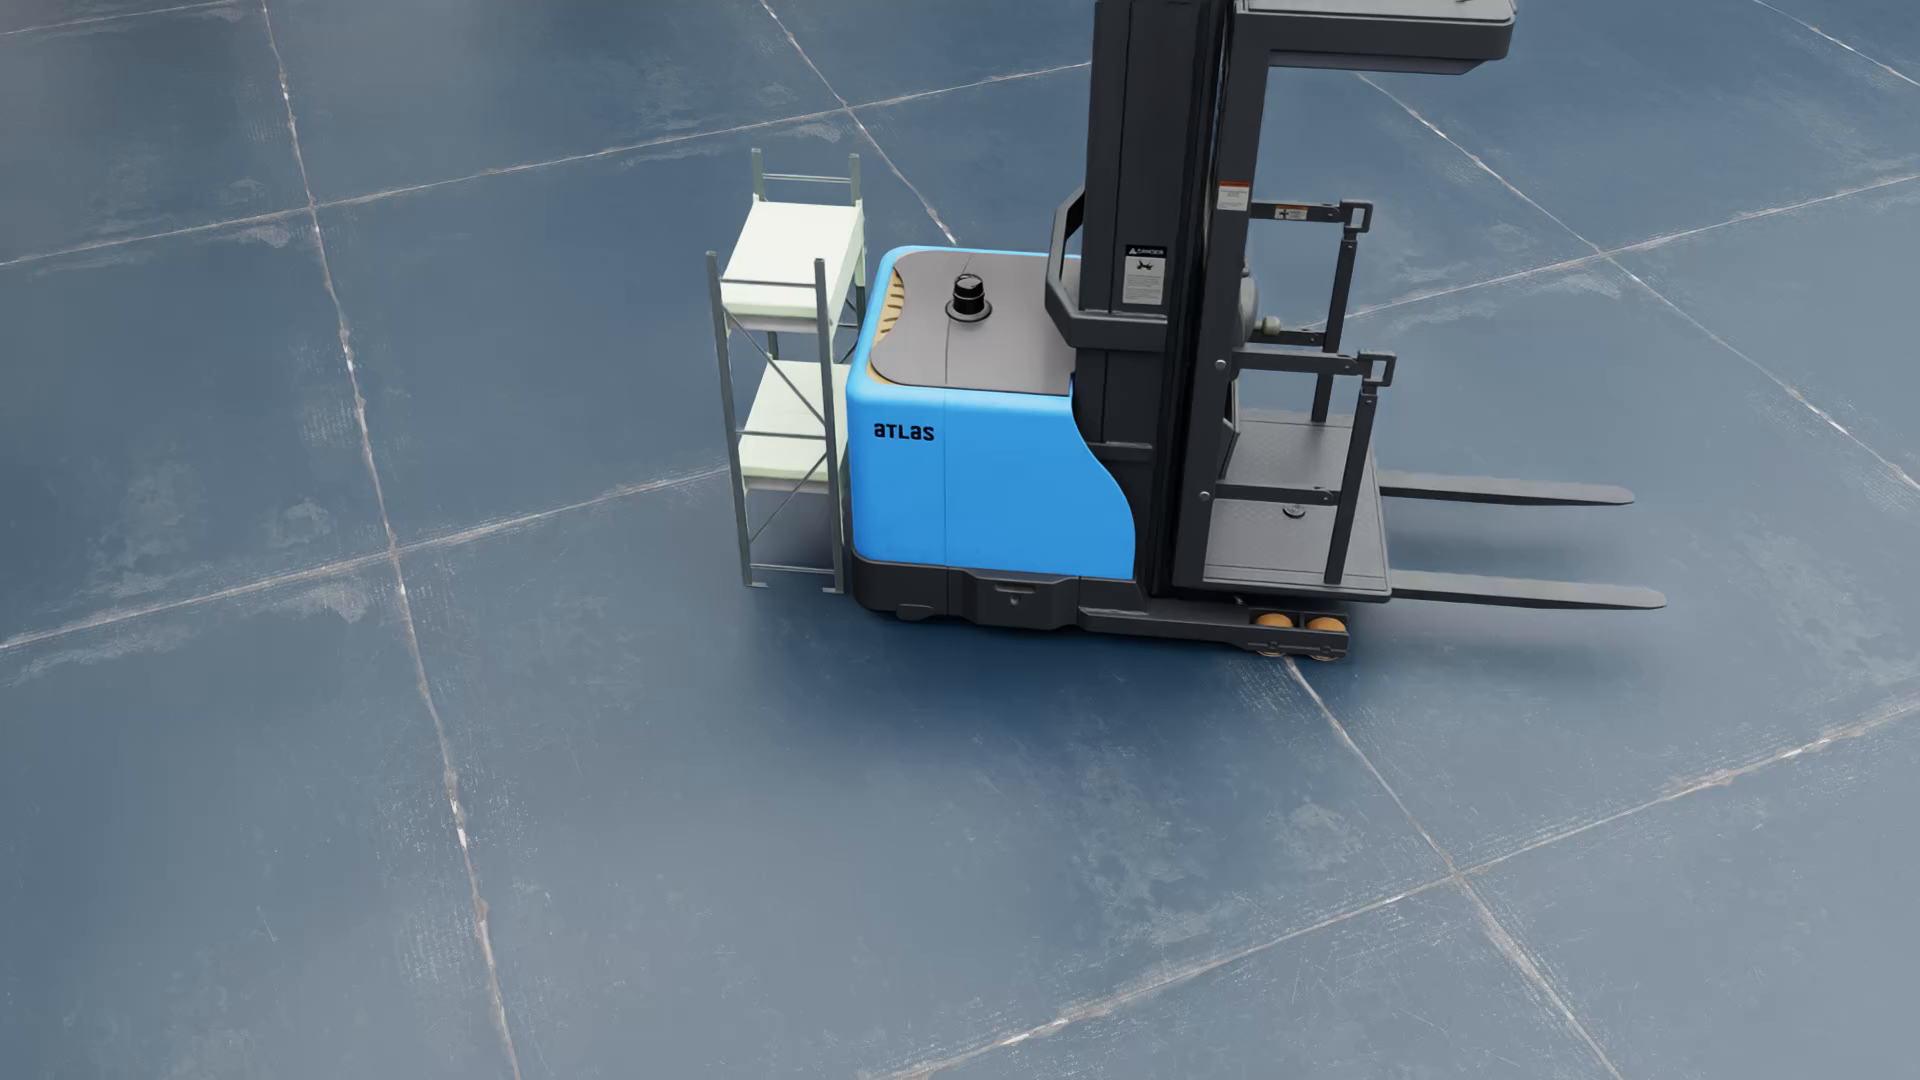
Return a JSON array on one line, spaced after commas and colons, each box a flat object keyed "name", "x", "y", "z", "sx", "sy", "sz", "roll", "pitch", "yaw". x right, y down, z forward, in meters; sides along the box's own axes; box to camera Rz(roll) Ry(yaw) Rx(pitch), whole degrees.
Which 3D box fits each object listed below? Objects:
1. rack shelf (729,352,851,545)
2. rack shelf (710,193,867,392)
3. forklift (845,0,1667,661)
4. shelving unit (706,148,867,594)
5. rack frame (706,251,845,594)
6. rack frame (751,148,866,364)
[{"name": "rack shelf", "x": -0.610, "y": -0.368, "z": 6.528, "sx": 0.431, "sy": 0.370, "sz": 0.720, "roll": 4, "pitch": 41, "yaw": 5}, {"name": "rack shelf", "x": -0.610, "y": -0.911, "z": 6.061, "sx": 0.431, "sy": 0.370, "sz": 0.720, "roll": 4, "pitch": 41, "yaw": 5}, {"name": "forklift", "x": 1.140, "y": -1.027, "z": 5.697, "sx": 3.031, "sy": 2.935, "sz": 1.130, "roll": 4, "pitch": 41, "yaw": 5}, {"name": "shelving unit", "x": -0.610, "y": -0.615, "z": 6.315, "sx": 0.431, "sy": 1.500, "sz": 0.755, "roll": 4, "pitch": 41, "yaw": 5}, {"name": "rack frame", "x": -0.651, "y": -0.378, "z": 6.040, "sx": 0.400, "sy": 1.500, "sz": 0.023, "roll": 4, "pitch": 41, "yaw": 5}, {"name": "rack frame", "x": -0.569, "y": -0.853, "z": 6.591, "sx": 0.400, "sy": 1.500, "sz": 0.023, "roll": 4, "pitch": 41, "yaw": 5}]
